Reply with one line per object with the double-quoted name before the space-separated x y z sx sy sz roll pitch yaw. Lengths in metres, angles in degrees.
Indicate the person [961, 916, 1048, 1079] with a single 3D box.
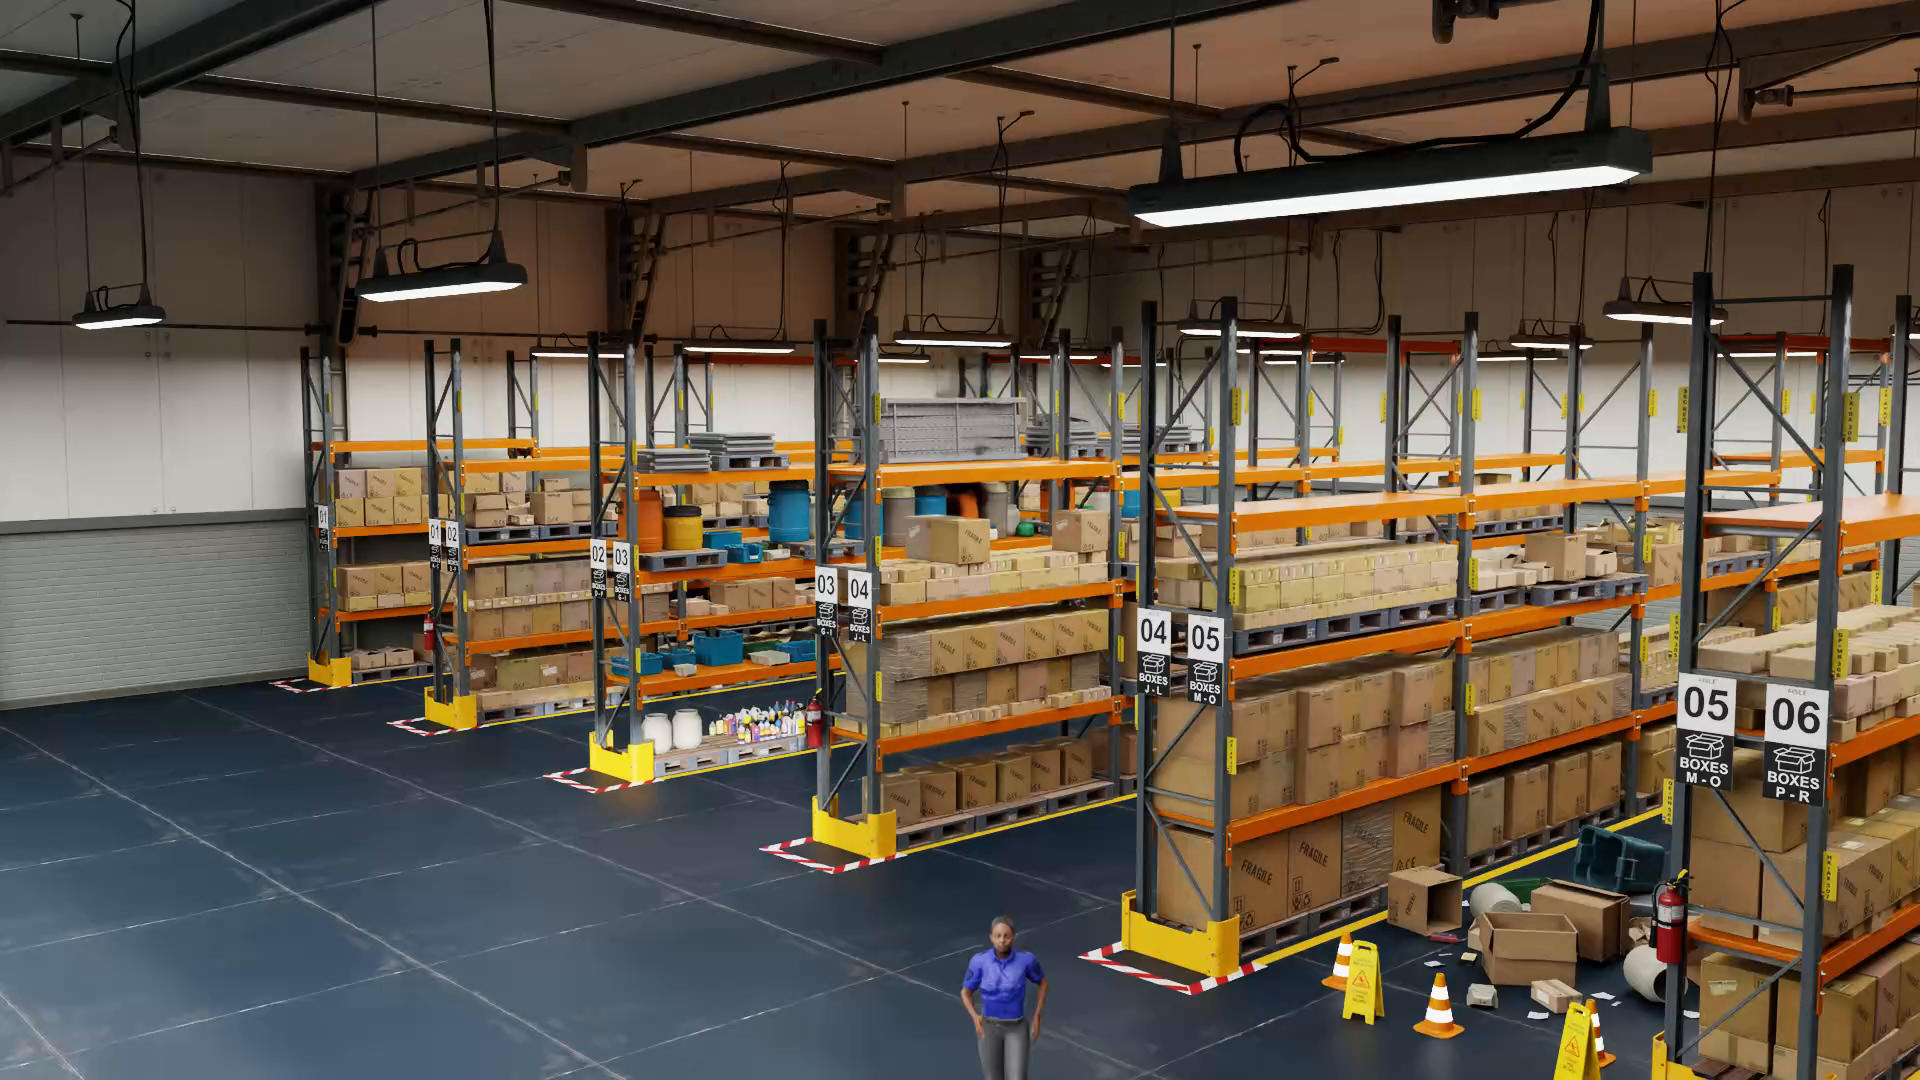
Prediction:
"person" 0.290 3.361 11.282 0.589 1.622 0.565 1 5 7
